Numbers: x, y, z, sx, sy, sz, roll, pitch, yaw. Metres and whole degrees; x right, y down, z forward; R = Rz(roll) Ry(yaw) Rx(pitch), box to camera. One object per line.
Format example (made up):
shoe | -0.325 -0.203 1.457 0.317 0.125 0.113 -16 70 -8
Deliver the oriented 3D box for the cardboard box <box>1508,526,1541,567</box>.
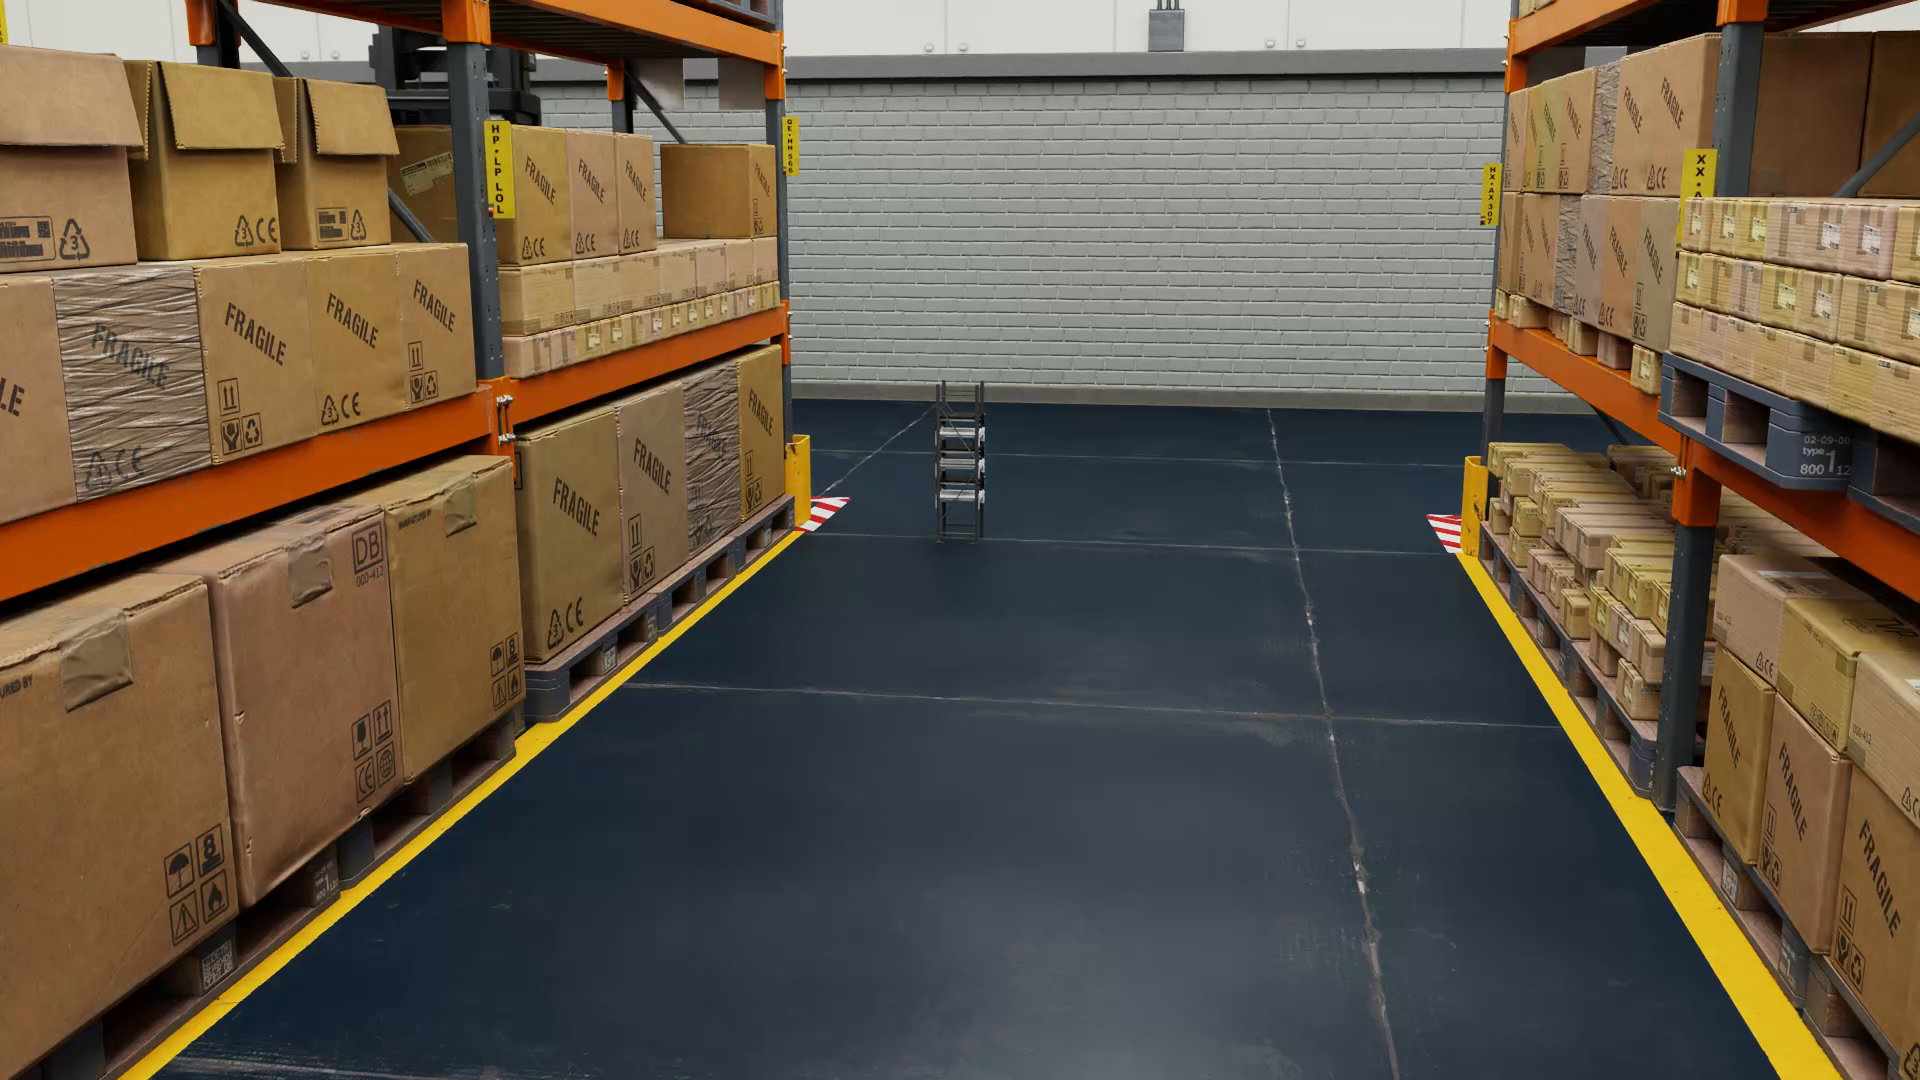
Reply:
cardboard box | 2.846 0.038 7.969 0.380 0.149 0.250 2 12 9

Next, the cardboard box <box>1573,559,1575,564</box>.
cardboard box | 2.853 0.066 7.129 0.380 0.149 0.250 2 12 11

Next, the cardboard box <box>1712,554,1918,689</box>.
cardboard box | 2.391 0.220 4.510 0.500 0.250 0.500 1 12 6

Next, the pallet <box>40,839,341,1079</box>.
pallet | -2.349 1.024 4.242 1.003 0.211 1.213 2 12 9

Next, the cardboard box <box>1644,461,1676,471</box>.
cardboard box | 3.540 -0.284 8.048 0.380 0.149 0.250 2 12 7

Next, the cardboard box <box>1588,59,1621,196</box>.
cardboard box | 2.738 -1.579 6.384 0.500 0.500 0.500 2 12 10

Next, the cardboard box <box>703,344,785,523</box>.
cardboard box | -1.524 -0.621 9.300 0.875 0.875 0.875 2 12 9

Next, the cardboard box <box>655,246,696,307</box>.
cardboard box | -1.549 -1.232 7.742 0.500 0.250 0.500 2 12 9

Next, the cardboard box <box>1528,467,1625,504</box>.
cardboard box | 2.919 -0.249 7.885 0.380 0.149 0.250 1 12 6

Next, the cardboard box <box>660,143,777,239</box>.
cardboard box | -1.320 -1.919 9.146 0.500 0.500 0.500 2 12 9

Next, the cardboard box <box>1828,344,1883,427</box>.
cardboard box | 2.055 -0.319 3.453 0.380 0.149 0.250 2 12 8

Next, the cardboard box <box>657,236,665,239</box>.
cardboard box | -1.845 -1.571 9.312 0.500 0.250 0.500 2 12 7

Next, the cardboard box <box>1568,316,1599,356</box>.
cardboard box | 2.748 -0.848 6.902 0.380 0.149 0.250 2 12 10

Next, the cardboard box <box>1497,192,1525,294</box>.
cardboard box | 3.039 -1.518 8.474 0.500 0.500 0.500 2 12 11

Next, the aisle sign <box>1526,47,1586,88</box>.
aisle sign | 3.096 -2.704 8.749 0.394 0.787 0.004 2 12 9

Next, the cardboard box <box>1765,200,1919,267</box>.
cardboard box | 2.131 -0.718 3.894 0.380 0.149 0.250 2 12 8

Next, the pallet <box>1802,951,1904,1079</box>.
pallet | 2.462 1.204 3.403 1.003 0.211 1.213 2 12 9

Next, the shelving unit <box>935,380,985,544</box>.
shelving unit | 0.001 -0.442 9.406 0.258 0.900 0.210 2 12 9

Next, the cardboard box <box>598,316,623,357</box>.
cardboard box | -1.626 -0.850 6.912 0.380 0.149 0.250 2 12 7

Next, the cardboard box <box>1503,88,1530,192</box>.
cardboard box | 3.050 -2.006 8.367 0.500 0.500 0.500 2 12 8

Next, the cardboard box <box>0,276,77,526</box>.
cardboard box | -2.239 -0.280 3.435 0.500 0.500 0.500 2 12 8

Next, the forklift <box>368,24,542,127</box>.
forklift | -3.003 -1.554 9.748 1.130 2.935 3.031 -1 12 -5

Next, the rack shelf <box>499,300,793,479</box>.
rack shelf | -1.812 -0.822 7.895 1.077 0.370 4.000 2 12 9

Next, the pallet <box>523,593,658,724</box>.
pallet | -1.925 0.450 6.904 1.003 0.211 1.213 2 12 9

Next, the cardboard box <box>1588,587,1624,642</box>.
cardboard box | 2.553 0.278 6.145 0.380 0.149 0.250 1 12 7

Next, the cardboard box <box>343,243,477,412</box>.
cardboard box | -1.922 -0.700 5.384 0.500 0.500 0.500 2 12 9

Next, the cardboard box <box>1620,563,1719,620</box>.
cardboard box | 2.563 0.185 5.873 0.380 0.149 0.250 2 12 9

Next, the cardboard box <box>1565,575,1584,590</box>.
cardboard box | 2.755 0.253 6.972 0.380 0.149 0.250 2 12 10

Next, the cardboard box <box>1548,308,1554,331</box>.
cardboard box | 3.010 -1.062 7.895 0.380 0.149 0.250 2 12 11

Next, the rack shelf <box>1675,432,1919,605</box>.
rack shelf | 2.458 0.192 3.188 1.077 0.370 4.000 2 12 9

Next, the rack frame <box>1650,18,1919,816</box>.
rack frame | 2.766 -0.576 5.044 1.000 3.000 0.127 2 12 9

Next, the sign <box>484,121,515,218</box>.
sign | -1.582 -1.269 5.701 0.100 0.325 0.005 2 12 9

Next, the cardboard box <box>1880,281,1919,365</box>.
cardboard box | 2.012 -0.411 3.172 0.380 0.149 0.250 2 12 8

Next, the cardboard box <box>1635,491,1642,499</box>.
cardboard box | 3.504 -0.138 8.077 0.380 0.149 0.250 1 12 6

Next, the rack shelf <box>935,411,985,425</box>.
rack shelf | 0.001 -0.673 9.357 0.258 0.077 0.200 2 12 9

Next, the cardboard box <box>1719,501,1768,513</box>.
cardboard box | 3.289 -0.067 7.044 0.380 0.149 0.250 2 12 9

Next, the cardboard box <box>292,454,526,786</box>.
cardboard box | -2.198 0.210 5.446 1.225 0.875 0.875 2 12 9

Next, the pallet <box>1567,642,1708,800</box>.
pallet | 2.834 0.647 5.992 1.003 0.211 1.213 2 12 9

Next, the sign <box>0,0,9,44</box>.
sign | -5.852 -3.151 10.123 0.100 0.325 0.005 2 12 9

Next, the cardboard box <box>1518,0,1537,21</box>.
cardboard box | 3.059 -2.716 8.212 0.500 0.250 0.500 2 12 11

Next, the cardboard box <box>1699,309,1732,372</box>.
cardboard box | 2.214 -0.533 4.446 0.380 0.149 0.250 2 12 10

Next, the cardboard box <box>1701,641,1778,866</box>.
cardboard box | 2.390 0.586 4.589 0.500 0.500 0.500 2 12 11

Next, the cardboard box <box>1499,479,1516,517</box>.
cardboard box | 2.949 -0.209 8.409 0.380 0.149 0.250 2 12 8

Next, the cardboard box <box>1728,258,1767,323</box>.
cardboard box | 2.174 -0.629 4.183 0.380 0.149 0.250 2 12 10

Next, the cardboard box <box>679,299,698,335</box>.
cardboard box | -1.469 -1.064 7.907 0.380 0.149 0.250 2 12 10

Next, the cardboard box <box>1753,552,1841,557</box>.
cardboard box | 3.115 0.147 6.048 0.380 0.149 0.250 2 12 8

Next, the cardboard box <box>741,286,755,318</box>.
cardboard box | -1.312 -1.276 8.889 0.380 0.149 0.250 2 12 9

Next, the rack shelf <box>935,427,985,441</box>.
rack shelf | 0.001 -0.585 9.376 0.258 0.077 0.200 2 12 9

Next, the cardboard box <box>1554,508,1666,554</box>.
cardboard box | 2.691 -0.034 6.891 0.380 0.149 0.250 1 12 7

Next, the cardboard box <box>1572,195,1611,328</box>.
cardboard box | 2.720 -1.091 6.493 0.500 0.500 0.500 2 12 8
